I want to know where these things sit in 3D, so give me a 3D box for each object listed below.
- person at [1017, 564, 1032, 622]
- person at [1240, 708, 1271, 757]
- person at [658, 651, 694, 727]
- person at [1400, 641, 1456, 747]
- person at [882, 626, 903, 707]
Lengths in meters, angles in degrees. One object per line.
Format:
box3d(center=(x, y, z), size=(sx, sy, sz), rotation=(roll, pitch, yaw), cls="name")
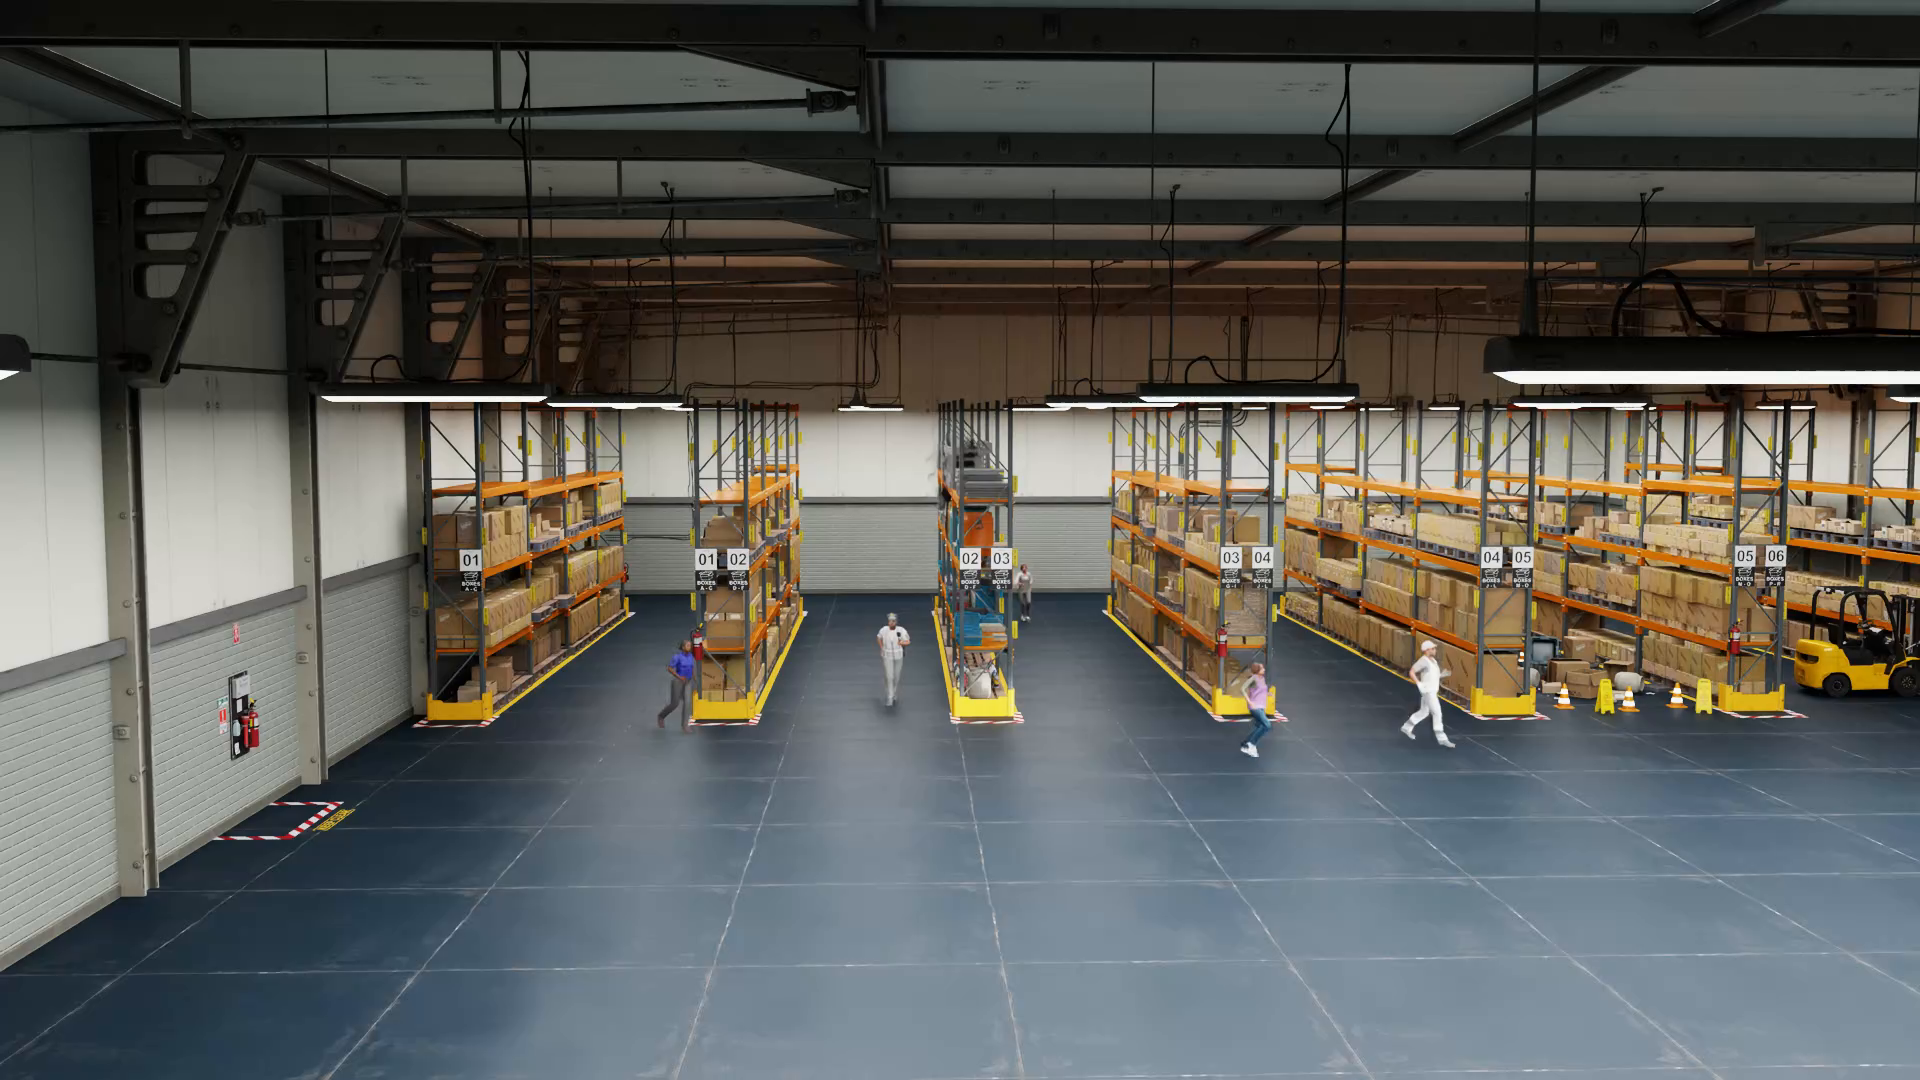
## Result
box3d(center=(1.770, 1.463, 45.783), size=(0.490, 1.595, 0.681), rotation=(-1, 4, -7), cls="person")
box3d(center=(4.956, 3.145, 27.754), size=(0.546, 0.922, 0.337), rotation=(3, 5, 34), cls="person")
box3d(center=(-5.036, 2.679, 30.102), size=(0.673, 1.361, 0.606), rotation=(4, 6, 42), cls="person")
box3d(center=(8.068, 2.623, 28.617), size=(0.983, 1.785, 0.651), rotation=(2, 5, 29), cls="person")
box3d(center=(-1.329, 2.488, 32.881), size=(0.438, 1.591, 0.798), rotation=(-1, 4, -8), cls="person")
